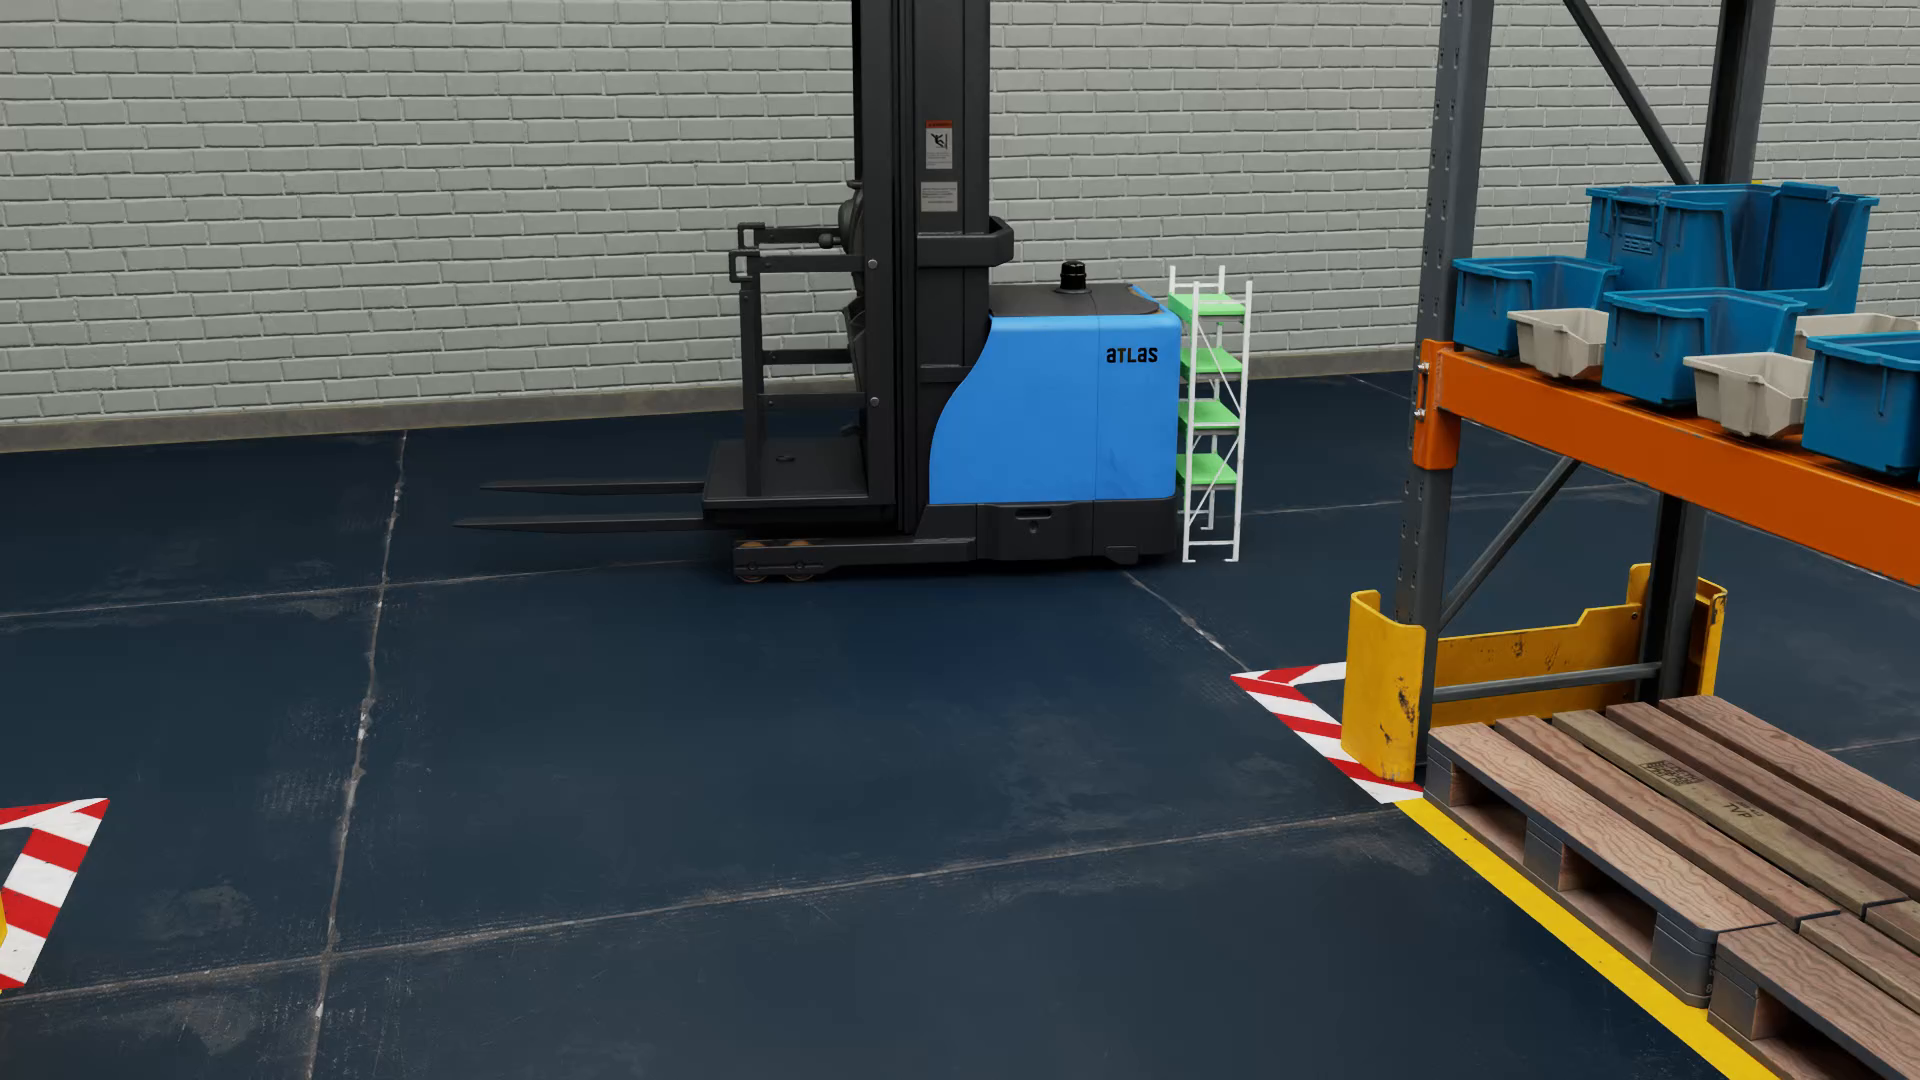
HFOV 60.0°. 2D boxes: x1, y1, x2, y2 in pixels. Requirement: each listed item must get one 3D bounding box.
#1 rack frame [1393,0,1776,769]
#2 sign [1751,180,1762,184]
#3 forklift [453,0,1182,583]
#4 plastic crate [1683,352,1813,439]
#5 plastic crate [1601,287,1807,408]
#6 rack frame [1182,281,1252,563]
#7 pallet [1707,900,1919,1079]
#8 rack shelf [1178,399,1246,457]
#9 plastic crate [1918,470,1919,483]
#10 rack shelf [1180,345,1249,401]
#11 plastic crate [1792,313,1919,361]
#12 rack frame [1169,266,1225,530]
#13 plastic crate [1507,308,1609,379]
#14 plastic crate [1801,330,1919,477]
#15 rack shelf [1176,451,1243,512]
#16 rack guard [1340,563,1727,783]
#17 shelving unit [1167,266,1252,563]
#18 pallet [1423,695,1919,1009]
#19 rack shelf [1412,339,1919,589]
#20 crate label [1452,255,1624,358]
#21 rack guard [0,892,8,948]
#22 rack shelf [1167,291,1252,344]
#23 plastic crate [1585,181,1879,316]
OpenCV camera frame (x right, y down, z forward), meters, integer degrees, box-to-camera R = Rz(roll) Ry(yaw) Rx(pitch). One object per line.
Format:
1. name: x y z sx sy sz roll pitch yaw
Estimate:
1. rack frame: 1.820 -0.787 4.857 1.000 3.000 0.127 -5 17 -15
2. sign: 2.344 -0.913 4.993 0.100 0.325 0.005 -5 17 -15
3. forklift: -0.624 -1.387 6.975 3.031 2.935 1.130 -2 17 -5
4. plastic crate: 1.766 -0.312 3.630 0.250 0.136 0.298 -5 17 -15
5. plastic crate: 1.752 -0.459 3.952 0.416 0.233 0.300 -5 17 -15
6. rack frame: 1.075 -0.482 6.972 0.240 1.200 0.015 -1 17 -4
7. pallet: 2.341 1.117 3.367 1.003 0.211 1.213 -5 17 -15
8. rack shelf: 1.056 -0.491 7.224 0.258 0.148 0.480 -1 17 -4
9. plastic crate: 2.015 -0.194 3.069 0.416 0.233 0.300 -5 17 -15
10. rack shelf: 1.056 -0.721 7.154 0.258 0.148 0.480 -1 17 -4
11. plastic crate: 2.218 -0.478 4.183 0.396 0.136 0.243 -5 17 -15
12. rack frame: 1.037 -0.622 7.438 0.240 1.200 0.015 -1 17 -4
13. plastic crate: 1.579 -0.499 4.255 0.250 0.136 0.298 -5 17 -15
14. plastic crate: 1.933 -0.277 3.346 0.416 0.233 0.300 -5 17 -15
15. rack shelf: 1.056 -0.261 7.293 0.258 0.148 0.480 -1 17 -4
16. rack guard: 1.801 0.405 5.235 1.175 0.500 0.348 -5 17 -15
17. shelving unit: 1.056 -0.552 7.205 0.258 1.200 0.503 -1 17 -4
18. pallet: 2.009 0.780 4.488 1.003 0.211 1.213 -5 17 -15
19. rack shelf: 2.369 0.111 3.119 1.077 0.370 4.000 -5 17 -15
20. crate label: 1.571 -0.641 4.558 0.416 0.233 0.303 -5 17 -15
21. rack guard: -2.923 0.822 3.846 1.175 0.500 0.348 -5 17 -15
22. rack shelf: 1.056 -0.951 7.085 0.258 0.148 0.480 -1 17 -4
23. plastic crate: 2.091 -0.754 4.584 0.616 0.435 0.499 -5 17 -15
